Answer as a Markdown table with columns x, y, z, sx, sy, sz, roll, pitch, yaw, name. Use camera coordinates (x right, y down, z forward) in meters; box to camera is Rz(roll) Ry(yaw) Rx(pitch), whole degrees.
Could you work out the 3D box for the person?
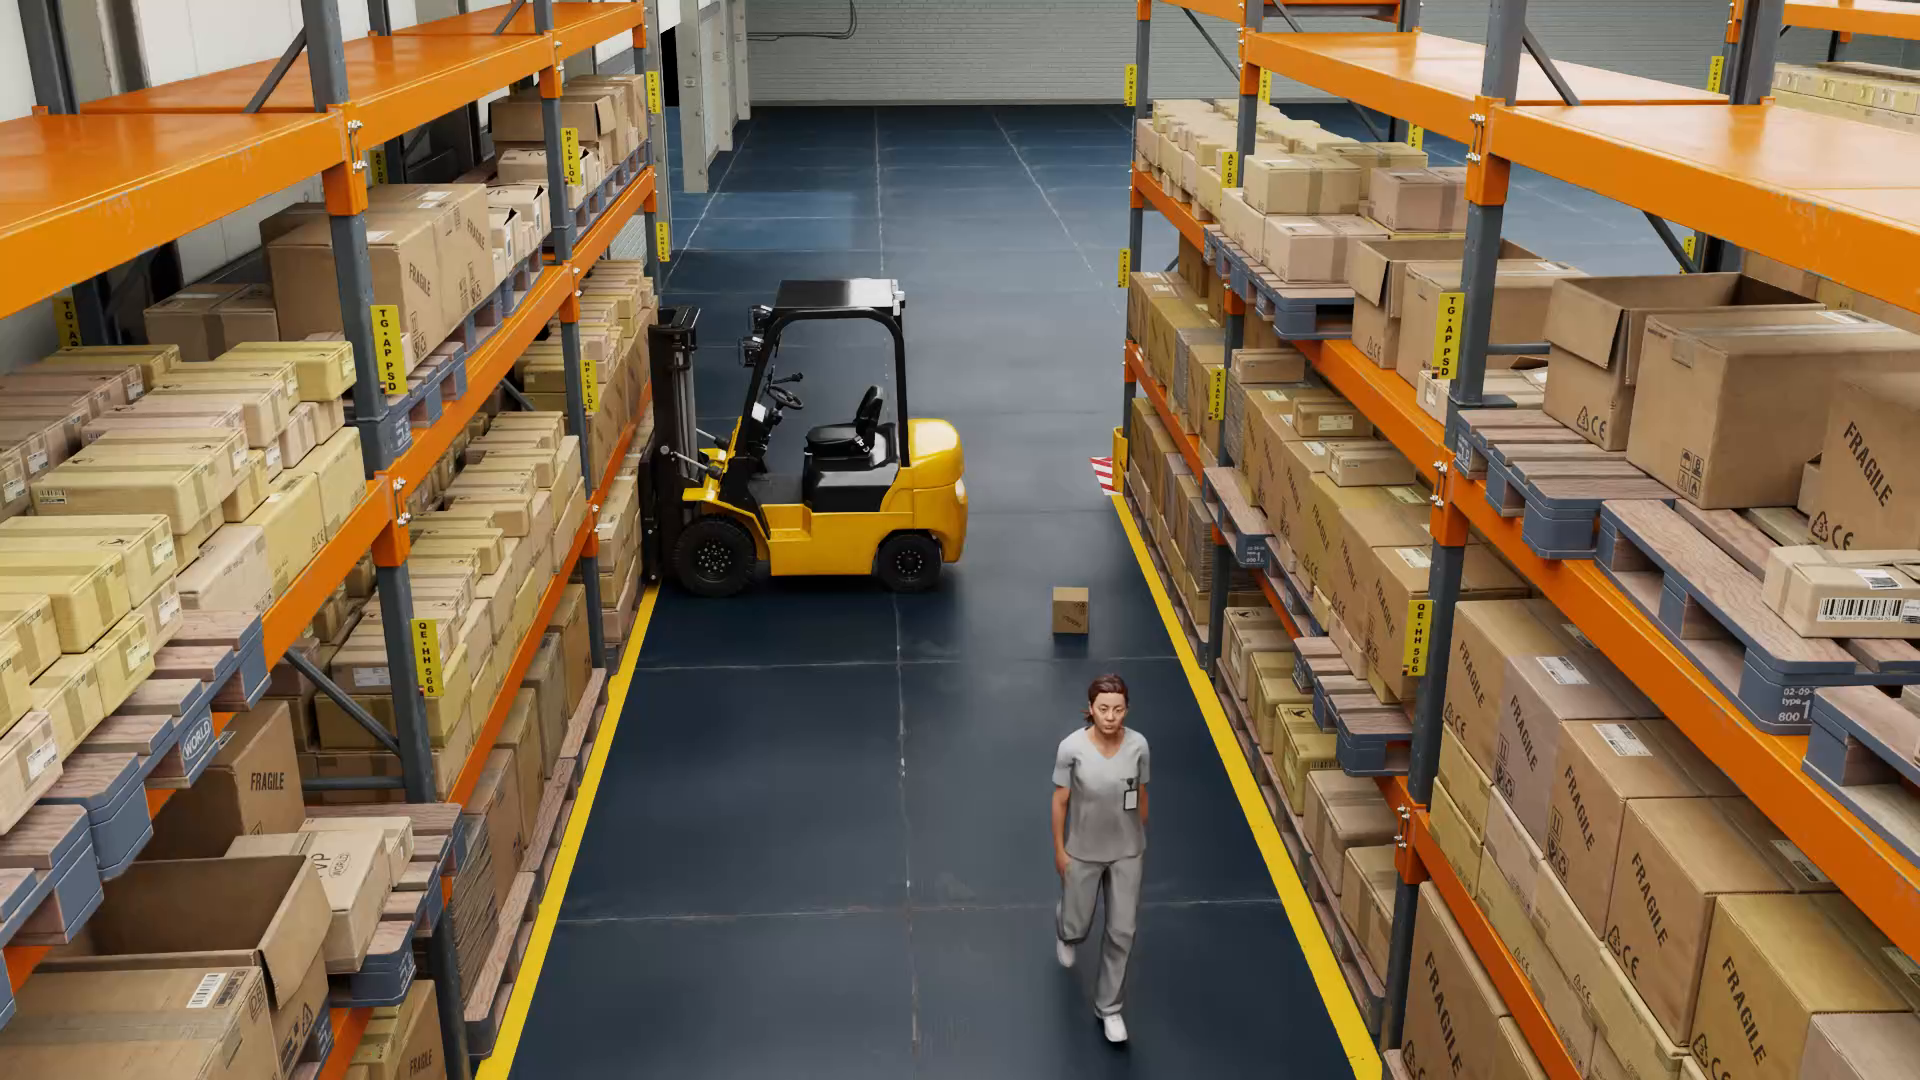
| x | y | z | sx | sy | sz | roll | pitch | yaw | name |
| --- | --- | --- | --- | --- | --- | --- | --- | --- | --- |
| 0.620 | 1.354 | 7.414 | 0.443 | 1.651 | 0.713 | -2 | 21 | -5 | person |
